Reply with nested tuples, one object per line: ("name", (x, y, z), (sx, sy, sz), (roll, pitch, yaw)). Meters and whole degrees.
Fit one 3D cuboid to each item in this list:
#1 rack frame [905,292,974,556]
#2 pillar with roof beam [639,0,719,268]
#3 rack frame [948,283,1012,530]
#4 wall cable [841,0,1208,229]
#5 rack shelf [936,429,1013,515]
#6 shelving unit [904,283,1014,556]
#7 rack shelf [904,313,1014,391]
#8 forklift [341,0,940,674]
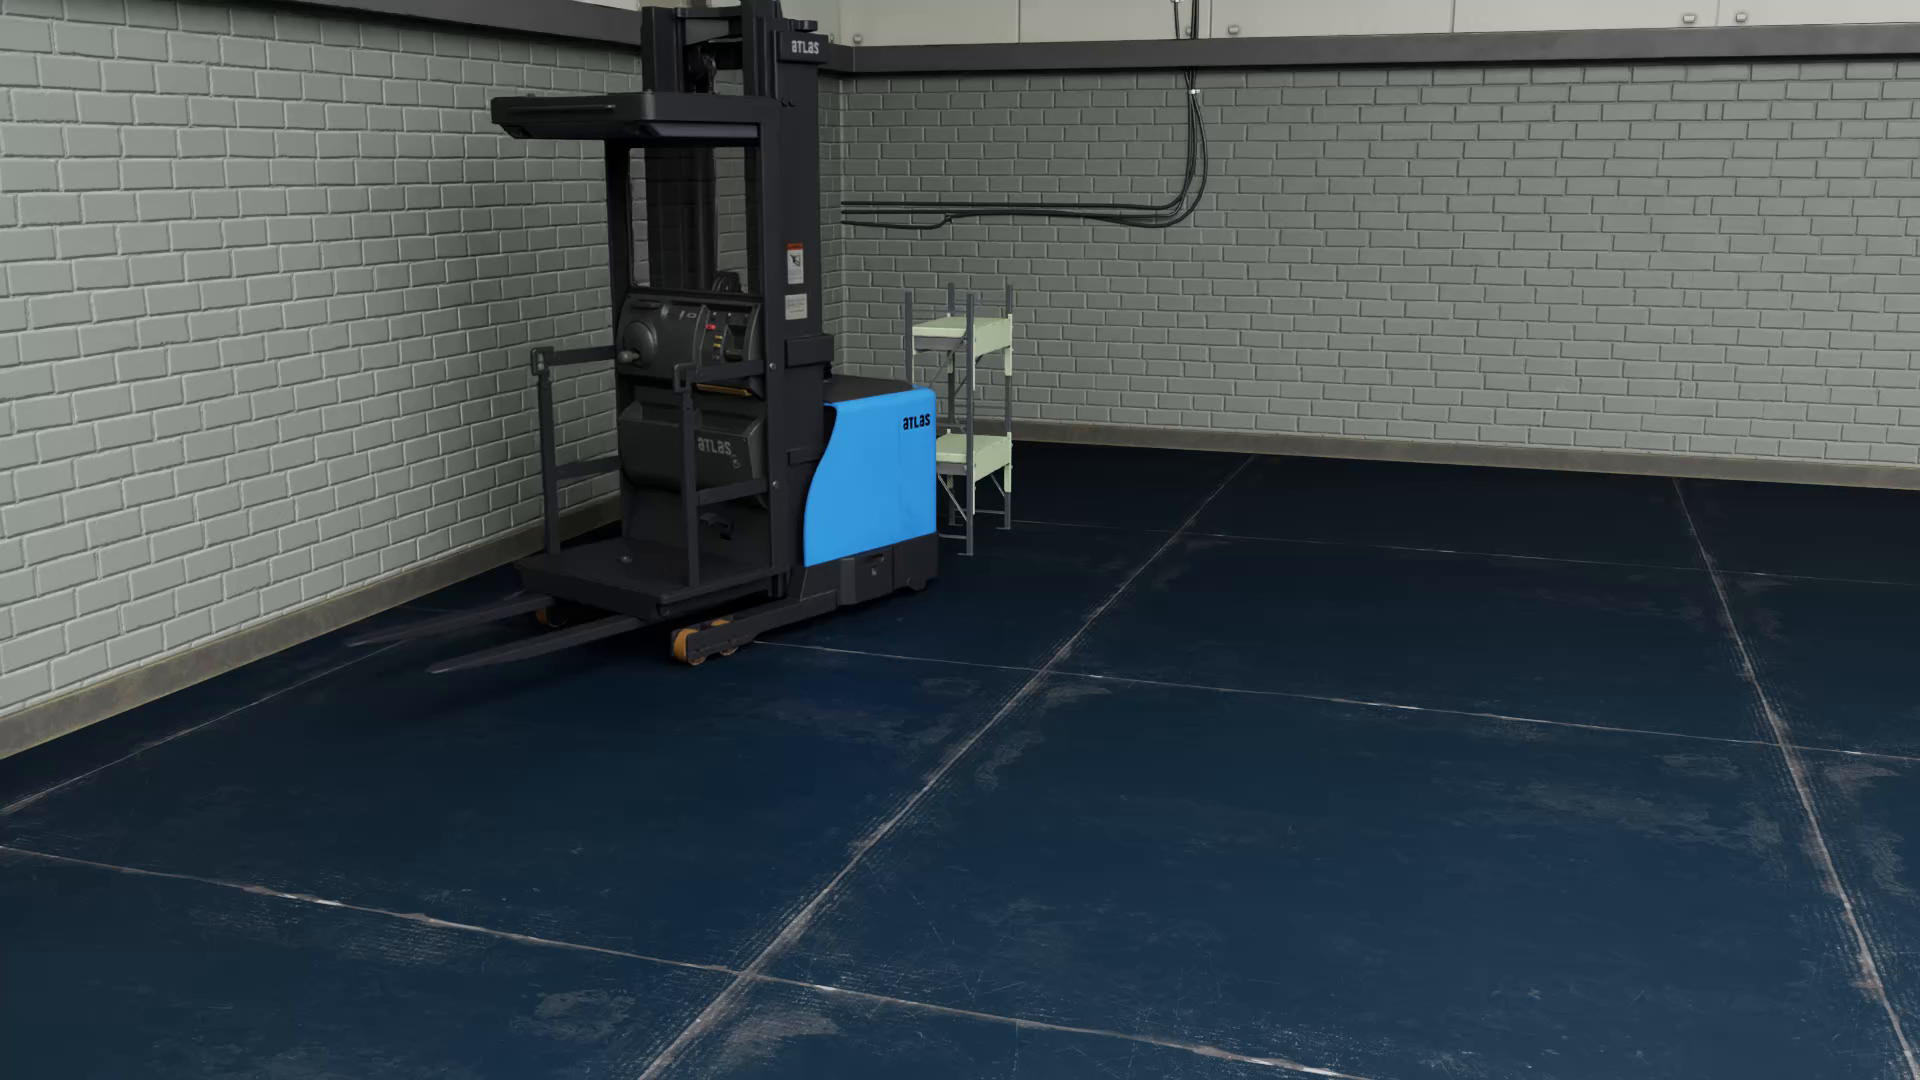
("rack frame", (-0.116, -0.656, 9.490), (0.400, 1.500, 0.023), (4, 14, 18))
("pillar with roof beam", (2.272, -4.363, 8.881), (9.100, 9.000, 0.400), (4, 14, 18))
("rack frame", (0.121, -0.810, 10.165), (0.400, 1.500, 0.023), (4, 14, 18))
("wall cable", (0.403, -3.684, 12.885), (3.097, 2.526, 0.112), (4, 14, 18))
("rack shelf", (0.002, -0.415, 9.900), (0.431, 0.370, 0.720), (4, 14, 18))
("shelving unit", (0.002, -0.733, 9.827), (0.431, 1.500, 0.755), (4, 14, 18))
("rack shelf", (0.002, -1.113, 9.740), (0.431, 0.370, 0.720), (4, 14, 18))
("forklift", (-1.423, -0.988, 7.730), (1.130, 2.935, 3.031), (10, 16, 38))
